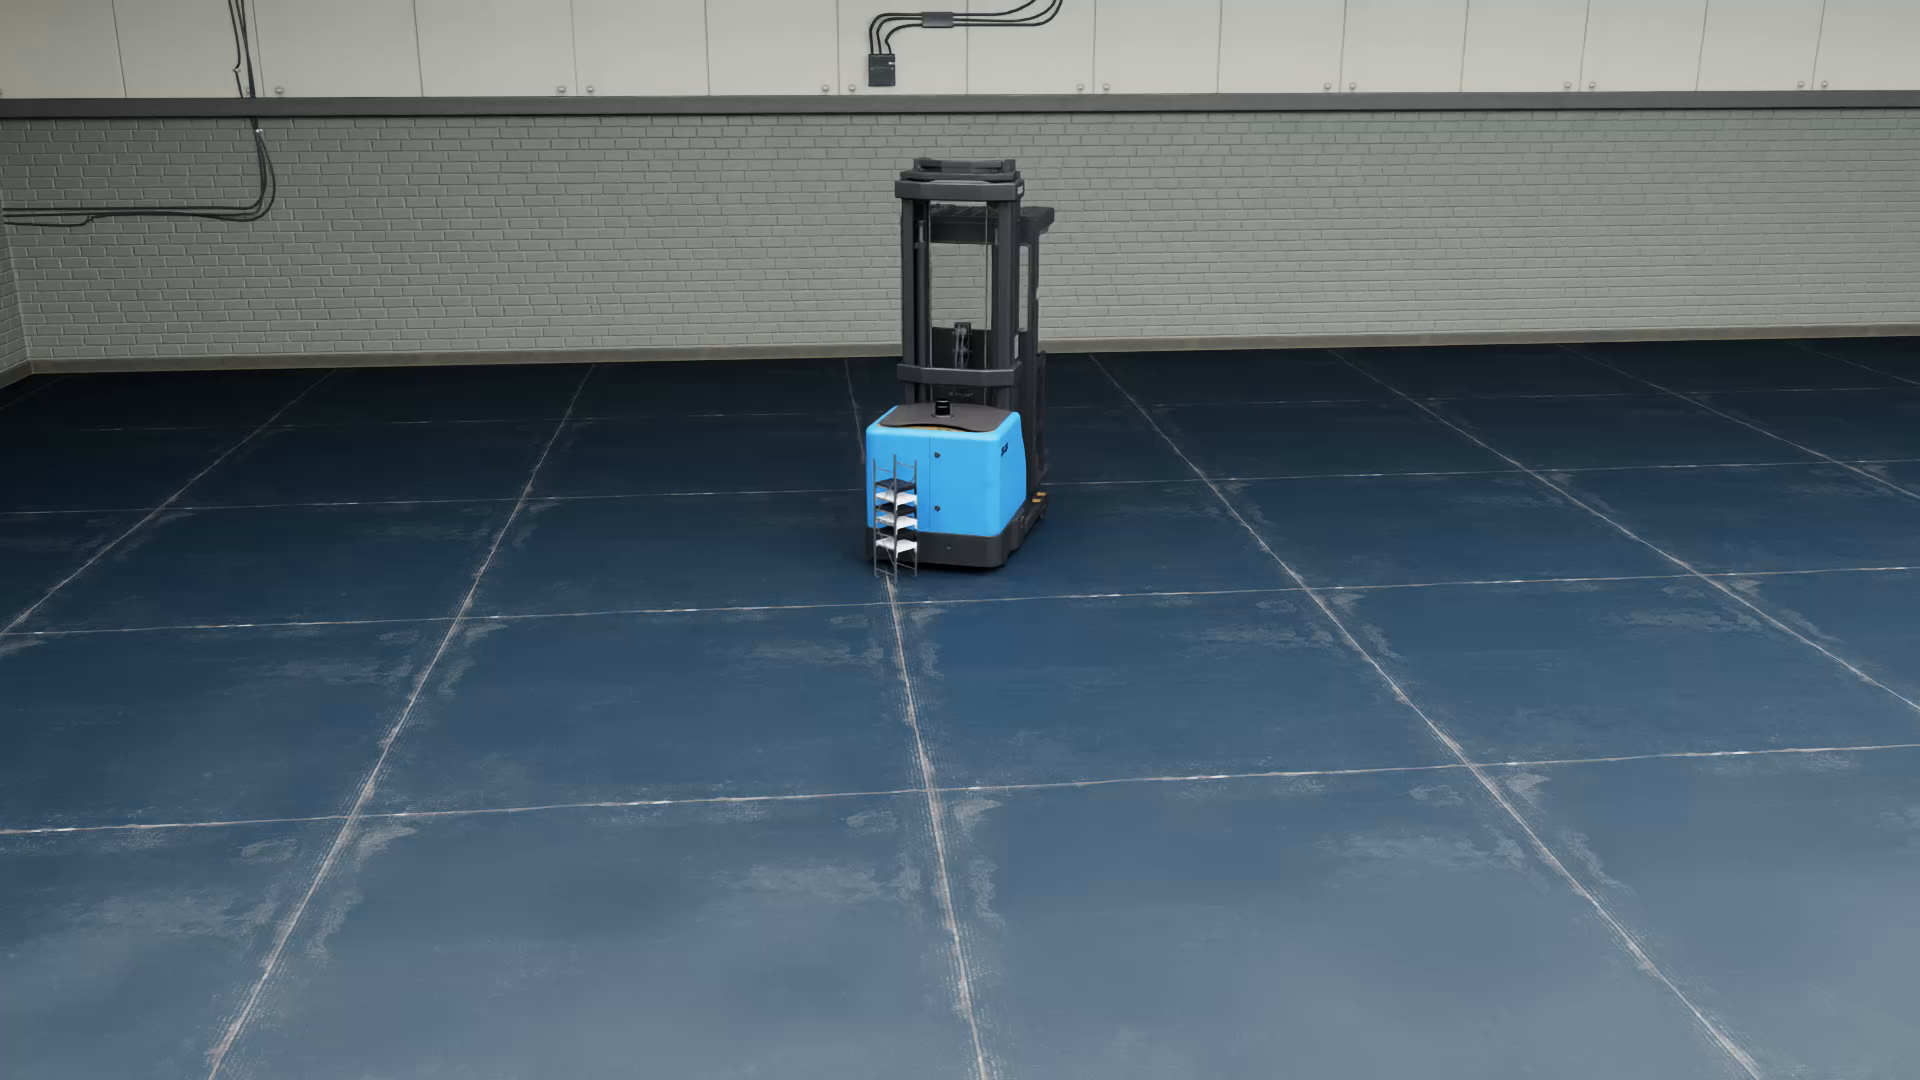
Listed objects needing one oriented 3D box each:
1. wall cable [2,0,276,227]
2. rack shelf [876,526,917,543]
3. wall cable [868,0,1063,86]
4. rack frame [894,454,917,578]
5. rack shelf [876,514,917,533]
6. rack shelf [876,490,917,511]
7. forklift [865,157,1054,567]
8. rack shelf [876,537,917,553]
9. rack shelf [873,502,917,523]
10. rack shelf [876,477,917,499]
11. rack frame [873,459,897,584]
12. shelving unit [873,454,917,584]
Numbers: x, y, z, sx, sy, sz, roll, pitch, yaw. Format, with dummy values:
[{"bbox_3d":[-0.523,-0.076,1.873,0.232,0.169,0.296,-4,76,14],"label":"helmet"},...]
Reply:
[{"bbox_3d":[-9.353,-4.783,18.574,3.097,2.526,0.112,-2,18,-6],"label":"wall cable"},{"bbox_3d":[-0.474,-0.038,12.203,0.258,0.077,0.200,17,24,42],"label":"rack shelf"},{"bbox_3d":[0.091,-8.176,18.519,2.305,6.003,0.169,-2,18,-6],"label":"wall cable"},{"bbox_3d":[-0.402,-0.177,12.233,0.240,0.900,0.006,17,24,42],"label":"rack frame"},{"bbox_3d":[-0.474,-0.124,12.175,0.258,0.077,0.200,17,24,42],"label":"rack shelf"},{"bbox_3d":[-0.472,-0.295,12.120,0.258,0.077,0.200,17,24,42],"label":"rack shelf"},{"bbox_3d":[0.131,-1.597,13.372,1.130,2.935,3.031,4,18,13],"label":"forklift"},{"bbox_3d":[-0.475,0.048,12.230,0.258,0.077,0.200,17,24,42],"label":"rack shelf"},{"bbox_3d":[-0.473,-0.209,12.147,0.258,0.077,0.200,17,24,42],"label":"rack shelf"},{"bbox_3d":[-0.472,-0.381,12.092,0.258,0.077,0.200,17,24,42],"label":"rack shelf"},{"bbox_3d":[-0.545,-0.134,12.096,0.240,0.900,0.006,17,24,42],"label":"rack frame"},{"bbox_3d":[-0.474,-0.155,12.165,0.258,0.900,0.210,17,24,42],"label":"shelving unit"}]
